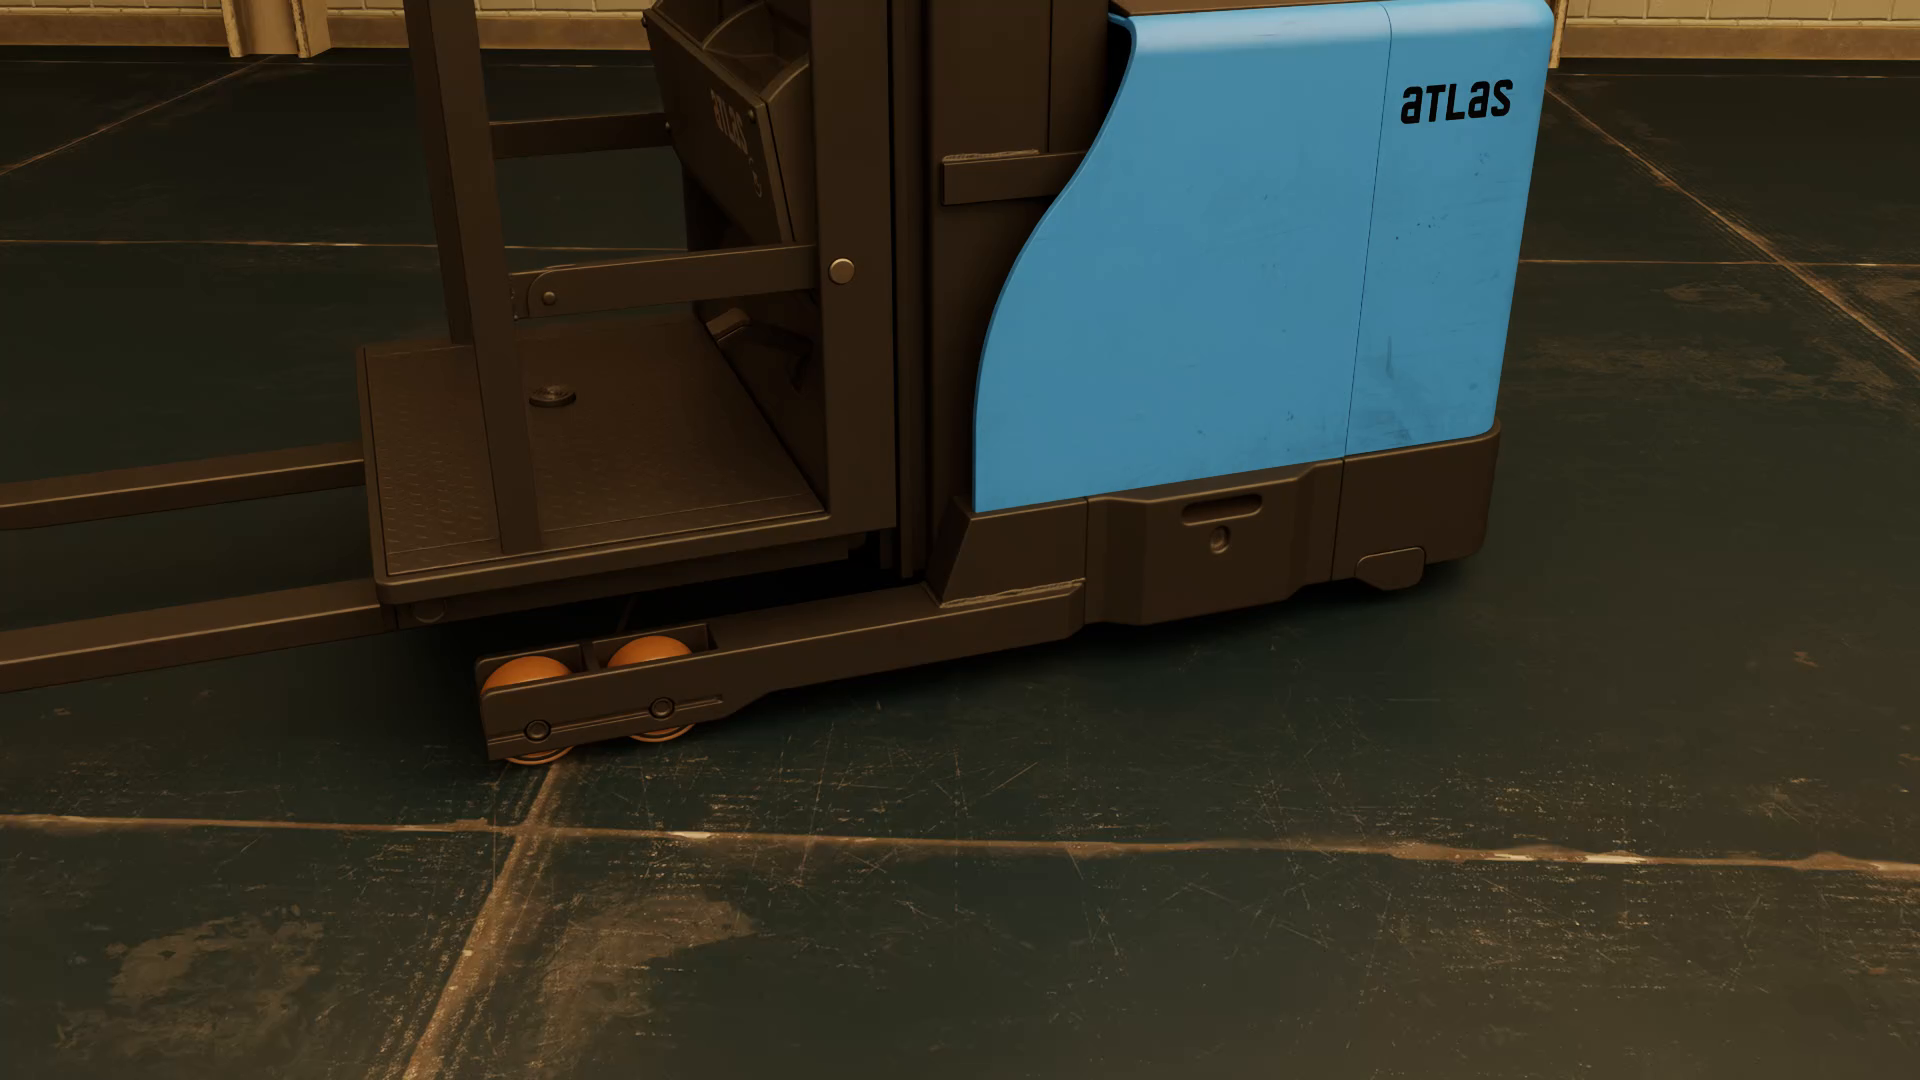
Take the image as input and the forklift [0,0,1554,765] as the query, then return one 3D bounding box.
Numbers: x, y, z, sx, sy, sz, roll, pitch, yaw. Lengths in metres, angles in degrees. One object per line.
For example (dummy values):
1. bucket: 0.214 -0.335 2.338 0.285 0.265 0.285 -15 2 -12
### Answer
1. forklift: -0.573 -1.224 2.502 3.031 2.935 1.130 -9 28 -17
